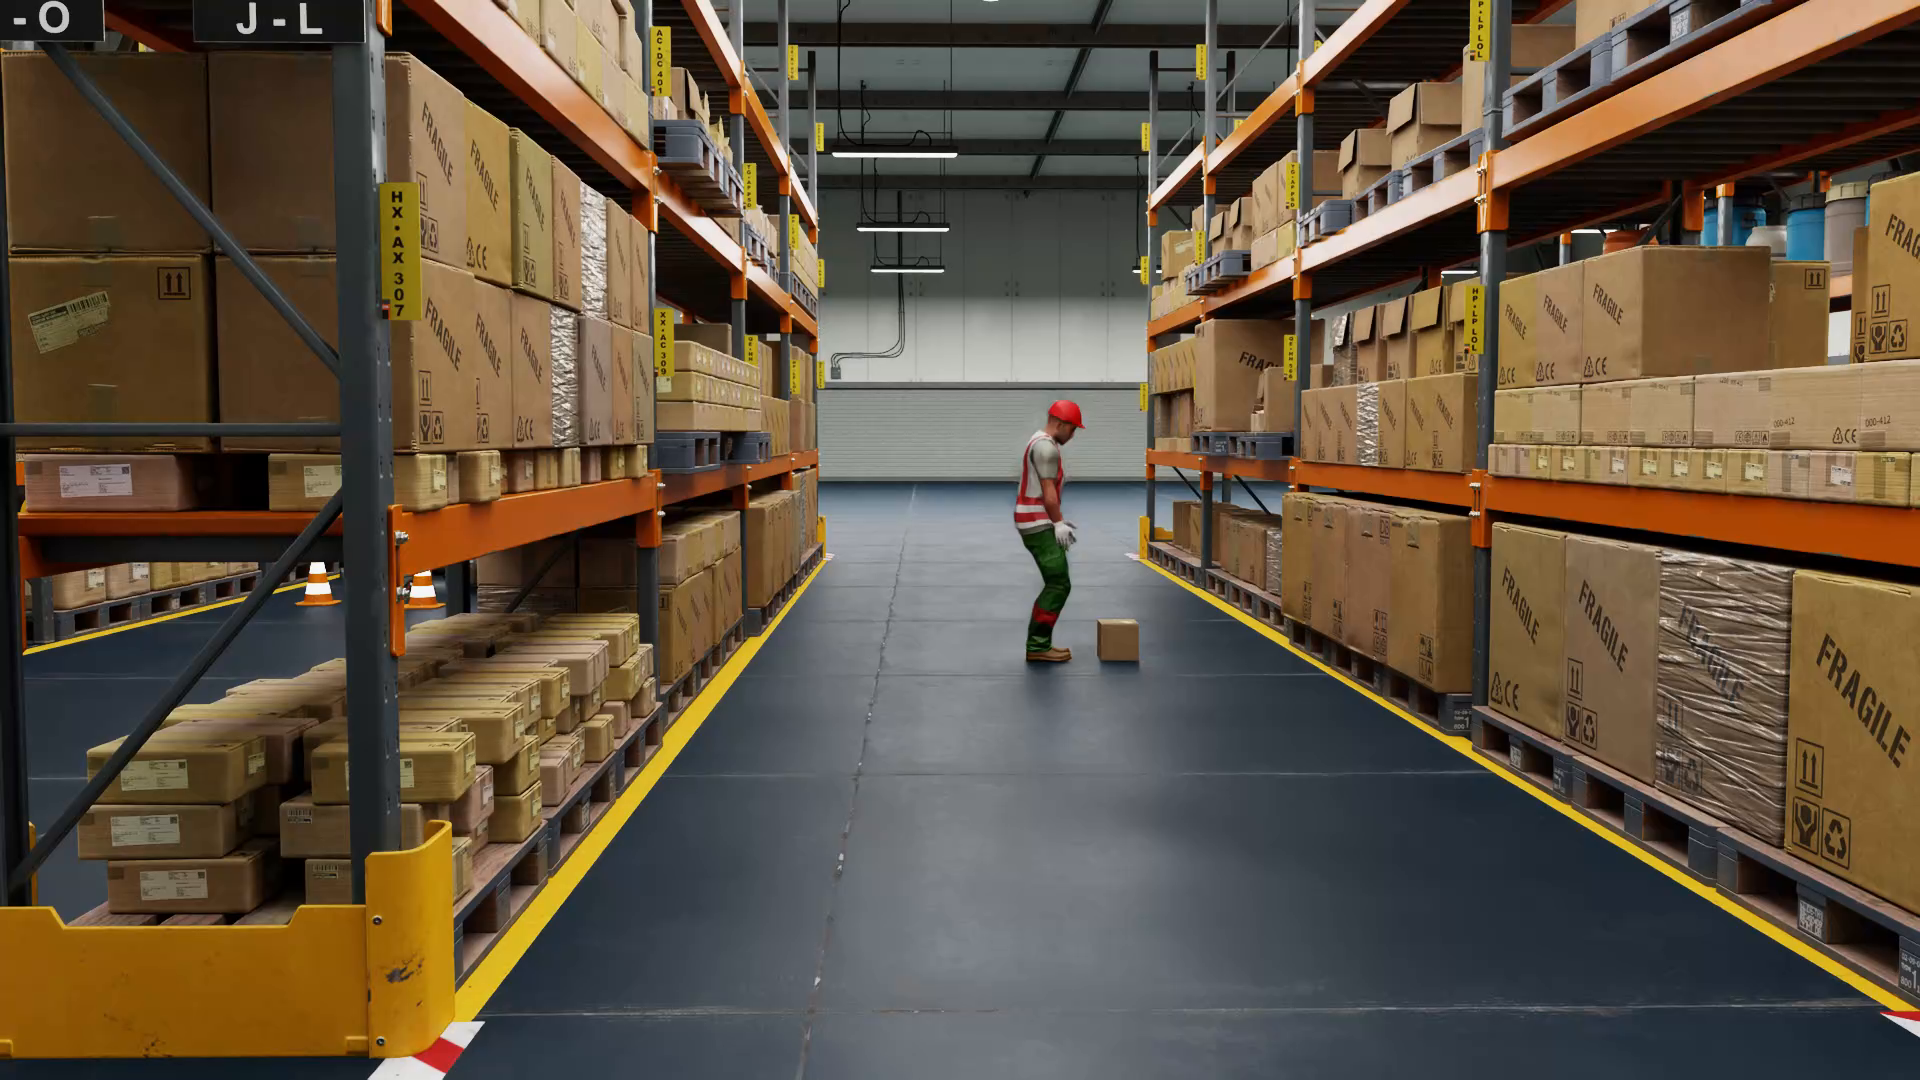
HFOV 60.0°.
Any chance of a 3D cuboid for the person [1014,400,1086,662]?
[{"bbox_3d":[0.599,-0.068,11.063,0.477,1.724,0.547,0,4,0],"label":"person"}]
